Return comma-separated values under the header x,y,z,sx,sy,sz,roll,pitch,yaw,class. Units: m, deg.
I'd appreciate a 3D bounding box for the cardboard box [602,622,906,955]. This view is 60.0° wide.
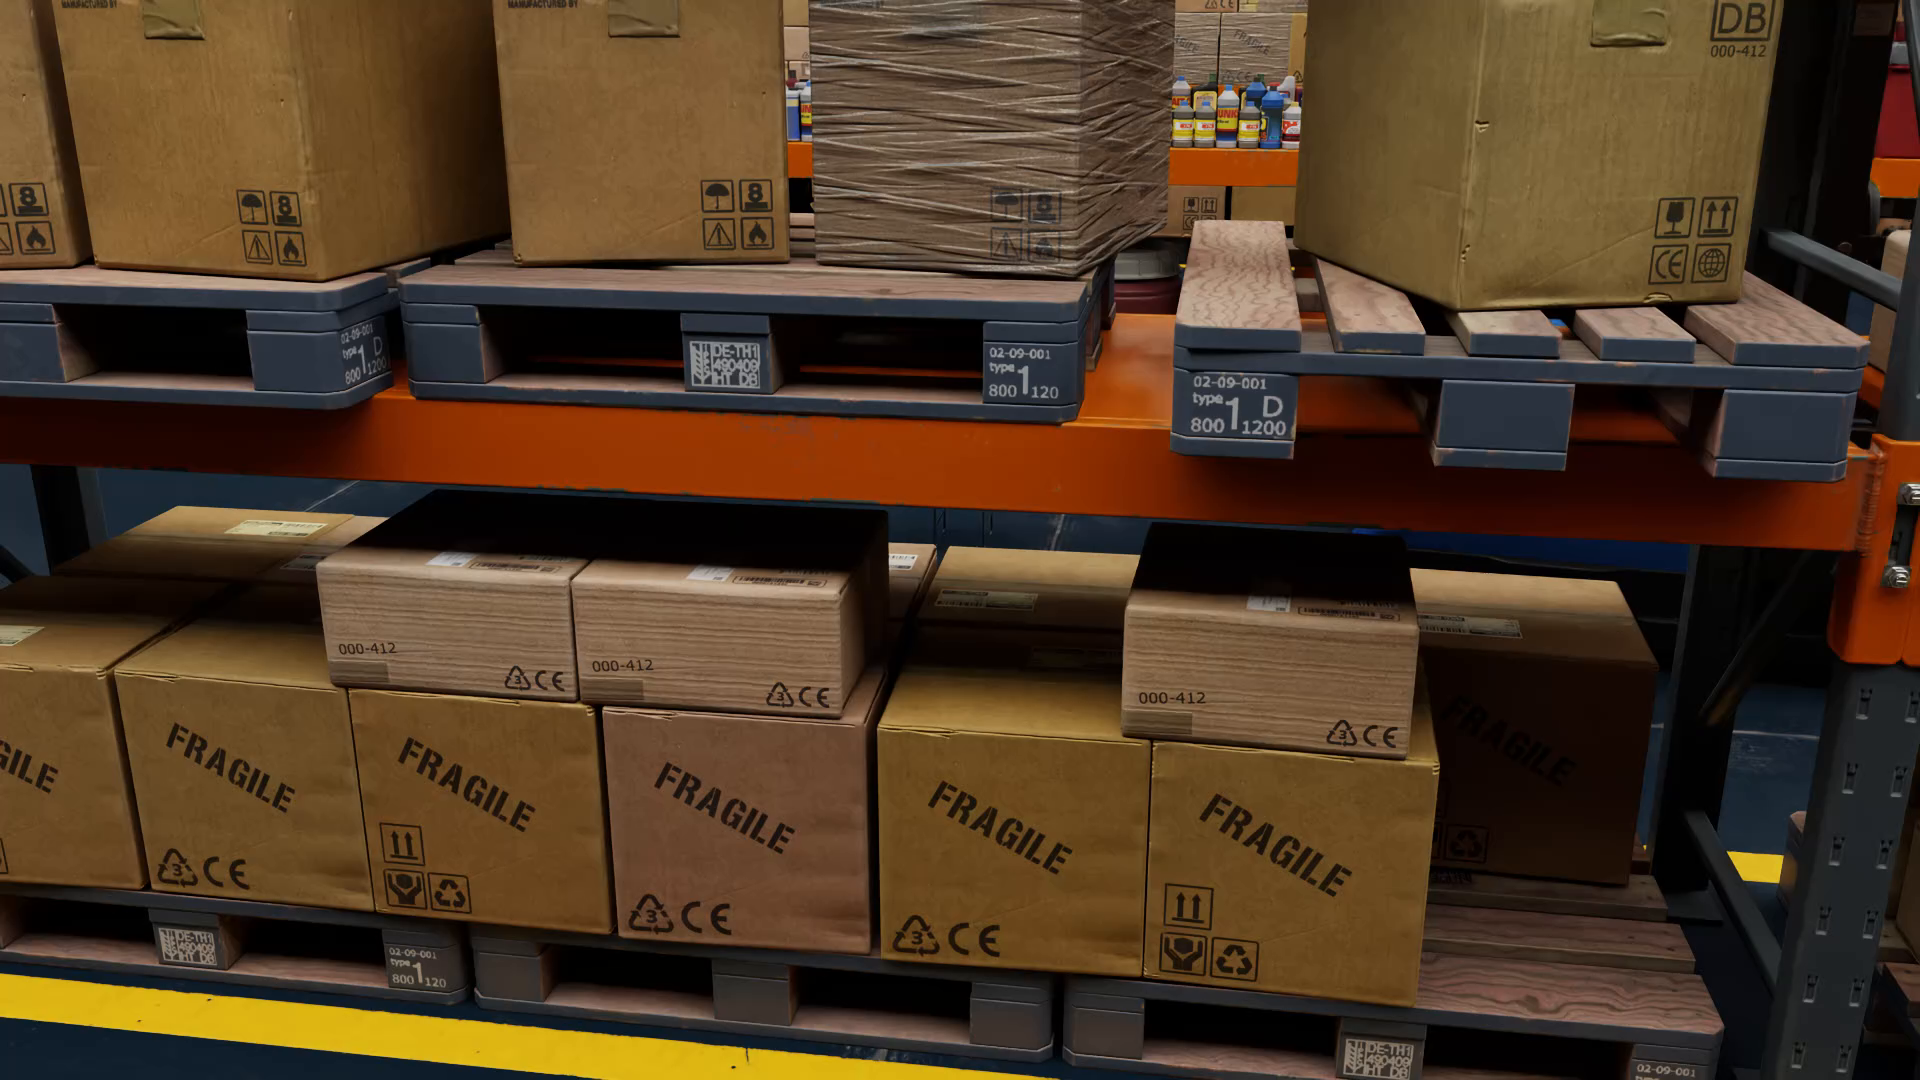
x,y,z,sx,sy,sz,roll,pitch,yaw,class
-0.393,0.479,3.390,0.500,0.500,0.500,2,19,7,cardboard box

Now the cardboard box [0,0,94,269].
x,y,z,sx,sy,sz,roll,pitch,yaw,class
-1.919,-0.828,3.230,0.500,0.500,0.700,-3,19,-10,cardboard box

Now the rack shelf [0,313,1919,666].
x,y,z,sx,sy,sz,roll,pitch,yaw,class
-0.377,-0.233,3.406,4.000,0.370,1.077,3,19,9,rack shelf

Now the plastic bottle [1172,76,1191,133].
x,y,z,sx,sy,sz,roll,pitch,yaw,class
1.085,-2.143,8.184,0.097,0.271,0.097,0,18,0,plastic bottle

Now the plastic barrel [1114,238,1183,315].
x,y,z,sx,sy,sz,roll,pitch,yaw,class
0.787,-1.157,8.172,0.708,0.588,0.600,3,19,9,plastic barrel

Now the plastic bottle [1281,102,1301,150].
x,y,z,sx,sy,sz,roll,pitch,yaw,class
1.485,-1.846,7.405,0.097,0.201,0.097,0,18,0,plastic bottle

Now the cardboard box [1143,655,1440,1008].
x,y,z,sx,sy,sz,roll,pitch,yaw,class
0.637,0.530,3.239,0.500,0.500,0.500,4,19,11,cardboard box

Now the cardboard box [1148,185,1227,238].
x,y,z,sx,sy,sz,roll,pitch,yaw,class
1.616,-2.857,12.801,0.875,0.875,1.225,3,19,9,cardboard box

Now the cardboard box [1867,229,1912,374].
x,y,z,sx,sy,sz,roll,pitch,yaw,class
1.950,-0.399,2.910,0.500,0.311,0.500,4,19,12,cardboard box

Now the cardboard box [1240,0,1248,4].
x,y,z,sx,sy,sz,roll,pitch,yaw,class
2.732,-5.408,16.534,0.250,0.149,0.380,3,19,10,cardboard box

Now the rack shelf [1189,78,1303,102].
x,y,z,sx,sy,sz,roll,pitch,yaw,class
1.198,-3.336,12.681,4.000,0.370,1.077,3,19,9,rack shelf

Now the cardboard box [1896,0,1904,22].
x,y,z,sx,sy,sz,roll,pitch,yaw,class
6.360,-3.943,11.753,1.000,1.000,1.000,3,19,9,cardboard box

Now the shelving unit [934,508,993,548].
x,y,z,sx,sy,sz,roll,pitch,yaw,class
0.014,-0.568,6.111,0.189,1.200,0.258,3,19,9,shelving unit

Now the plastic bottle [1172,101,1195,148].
x,y,z,sx,sy,sz,roll,pitch,yaw,class
1.005,-1.870,7.479,0.097,0.201,0.097,0,18,0,plastic bottle

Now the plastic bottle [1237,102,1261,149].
x,y,z,sx,sy,sz,roll,pitch,yaw,class
1.293,-1.856,7.435,0.097,0.201,0.097,0,18,0,plastic bottle

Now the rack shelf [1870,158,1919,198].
x,y,z,sx,sy,sz,roll,pitch,yaw,class
4.362,-1.583,7.442,4.000,0.370,1.077,3,19,9,rack shelf

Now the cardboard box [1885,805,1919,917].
x,y,z,sx,sy,sz,roll,pitch,yaw,class
2.156,0.581,3.510,0.500,0.250,0.500,3,19,10,cardboard box

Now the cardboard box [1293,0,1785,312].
x,y,z,sx,sy,sz,roll,pitch,yaw,class
0.958,-0.717,2.898,0.500,0.500,0.700,-3,19,-10,cardboard box

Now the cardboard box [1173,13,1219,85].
x,y,z,sx,sy,sz,roll,pitch,yaw,class
1.642,-3.624,12.248,0.500,0.500,0.500,2,19,7,cardboard box

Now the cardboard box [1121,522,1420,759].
x,y,z,sx,sy,sz,roll,pitch,yaw,class
0.581,0.172,3.125,0.500,0.250,0.500,4,19,11,cardboard box

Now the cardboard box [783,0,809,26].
x,y,z,sx,sy,sz,roll,pitch,yaw,class
-1.273,-4.143,12.544,0.500,0.500,0.500,3,19,10,cardboard box

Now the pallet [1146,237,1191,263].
x,y,z,sx,sy,sz,roll,pitch,yaw,class
1.205,-2.380,13.084,1.213,0.211,1.003,3,19,9,pallet

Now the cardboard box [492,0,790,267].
x,y,z,sx,sy,sz,roll,pitch,yaw,class
-0.597,-0.852,3.303,0.500,0.500,0.700,-2,19,-5,cardboard box

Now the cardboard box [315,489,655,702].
x,y,z,sx,sy,sz,roll,pitch,yaw,class
-0.925,0.097,3.349,0.500,0.250,0.500,3,19,9,cardboard box

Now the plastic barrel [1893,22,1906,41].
x,y,z,sx,sy,sz,roll,pitch,yaw,class
4.275,-2.064,7.530,0.433,0.535,0.433,0,18,0,plastic barrel

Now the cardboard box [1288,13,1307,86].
x,y,z,sx,sy,sz,roll,pitch,yaw,class
2.646,-3.572,12.093,0.500,0.500,0.500,4,19,10,cardboard box

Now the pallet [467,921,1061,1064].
x,y,z,sx,sy,sz,roll,pitch,yaw,class
-0.334,0.737,3.767,1.213,0.211,1.003,3,19,9,pallet

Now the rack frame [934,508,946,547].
x,y,z,sx,sy,sz,roll,pitch,yaw,class
-0.076,-0.573,6.124,0.006,1.200,0.240,3,19,9,rack frame

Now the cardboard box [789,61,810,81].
x,y,z,sx,sy,sz,roll,pitch,yaw,class
-1.129,-3.572,12.647,0.250,0.149,0.380,3,19,9,cardboard box

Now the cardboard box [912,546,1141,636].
x,y,z,sx,sy,sz,roll,pitch,yaw,class
0.182,0.339,3.808,0.500,0.500,0.500,3,19,8,cardboard box

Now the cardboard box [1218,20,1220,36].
x,y,z,sx,sy,sz,roll,pitch,yaw,class
2.489,-5.139,16.669,0.250,0.149,0.380,2,19,6,cardboard box

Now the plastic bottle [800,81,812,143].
x,y,z,sx,sy,sz,roll,pitch,yaw,class
-0.694,-1.990,7.726,0.097,0.271,0.097,0,18,0,plastic bottle

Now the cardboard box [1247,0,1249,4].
x,y,z,sx,sy,sz,roll,pitch,yaw,class
2.865,-5.612,17.144,0.250,0.149,0.380,2,19,6,cardboard box

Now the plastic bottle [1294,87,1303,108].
x,y,z,sx,sy,sz,roll,pitch,yaw,class
1.694,-2.124,8.107,0.133,0.283,0.061,3,19,9,plastic bottle

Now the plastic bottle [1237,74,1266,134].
x,y,z,sx,sy,sz,roll,pitch,yaw,class
1.429,-2.137,8.147,0.133,0.283,0.061,3,19,9,plastic bottle

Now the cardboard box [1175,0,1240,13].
x,y,z,sx,sy,sz,roll,pitch,yaw,class
1.811,-4.176,12.317,0.637,0.503,0.797,3,19,10,cardboard box

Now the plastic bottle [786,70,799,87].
x,y,z,sx,sy,sz,roll,pitch,yaw,class
-0.886,-2.255,8.500,0.133,0.283,0.061,3,19,9,plastic bottle

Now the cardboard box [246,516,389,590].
x,y,z,sx,sy,sz,roll,pitch,yaw,class
-1.332,0.264,4.032,0.500,0.500,0.500,3,19,9,cardboard box

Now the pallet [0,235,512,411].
x,y,z,sx,sy,sz,roll,pitch,yaw,class
-1.580,-0.509,3.401,1.213,0.211,1.003,3,19,9,pallet

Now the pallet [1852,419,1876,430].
x,y,z,sx,sy,sz,roll,pitch,yaw,class
4.347,-0.590,7.733,1.213,0.211,1.003,3,19,9,pallet

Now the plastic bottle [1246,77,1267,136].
x,y,z,sx,sy,sz,roll,pitch,yaw,class
1.435,-2.106,8.073,0.097,0.271,0.097,0,18,0,plastic bottle

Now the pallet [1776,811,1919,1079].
x,y,z,sx,sy,sz,roll,pitch,yaw,class
2.405,0.902,3.273,1.213,0.211,1.003,3,19,9,pallet

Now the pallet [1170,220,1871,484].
x,y,z,sx,sy,sz,roll,pitch,yaw,class
0.918,-0.395,3.058,1.003,0.211,1.213,3,19,9,pallet

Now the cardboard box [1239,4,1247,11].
x,y,z,sx,sy,sz,roll,pitch,yaw,class
2.728,-5.267,16.583,0.250,0.149,0.380,3,19,9,cardboard box

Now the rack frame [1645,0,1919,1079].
x,y,z,sx,sy,sz,roll,pitch,yaw,class
1.598,-0.474,2.991,0.127,3.000,1.000,3,19,9,rack frame

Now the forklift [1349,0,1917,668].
x,y,z,sx,sy,sz,roll,pitch,yaw,class
2.830,-1.103,4.981,3.031,2.935,1.130,5,19,16,forklift

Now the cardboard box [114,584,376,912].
x,y,z,sx,sy,sz,roll,pitch,yaw,class
-1.384,0.426,3.549,0.500,0.500,0.500,3,19,9,cardboard box
